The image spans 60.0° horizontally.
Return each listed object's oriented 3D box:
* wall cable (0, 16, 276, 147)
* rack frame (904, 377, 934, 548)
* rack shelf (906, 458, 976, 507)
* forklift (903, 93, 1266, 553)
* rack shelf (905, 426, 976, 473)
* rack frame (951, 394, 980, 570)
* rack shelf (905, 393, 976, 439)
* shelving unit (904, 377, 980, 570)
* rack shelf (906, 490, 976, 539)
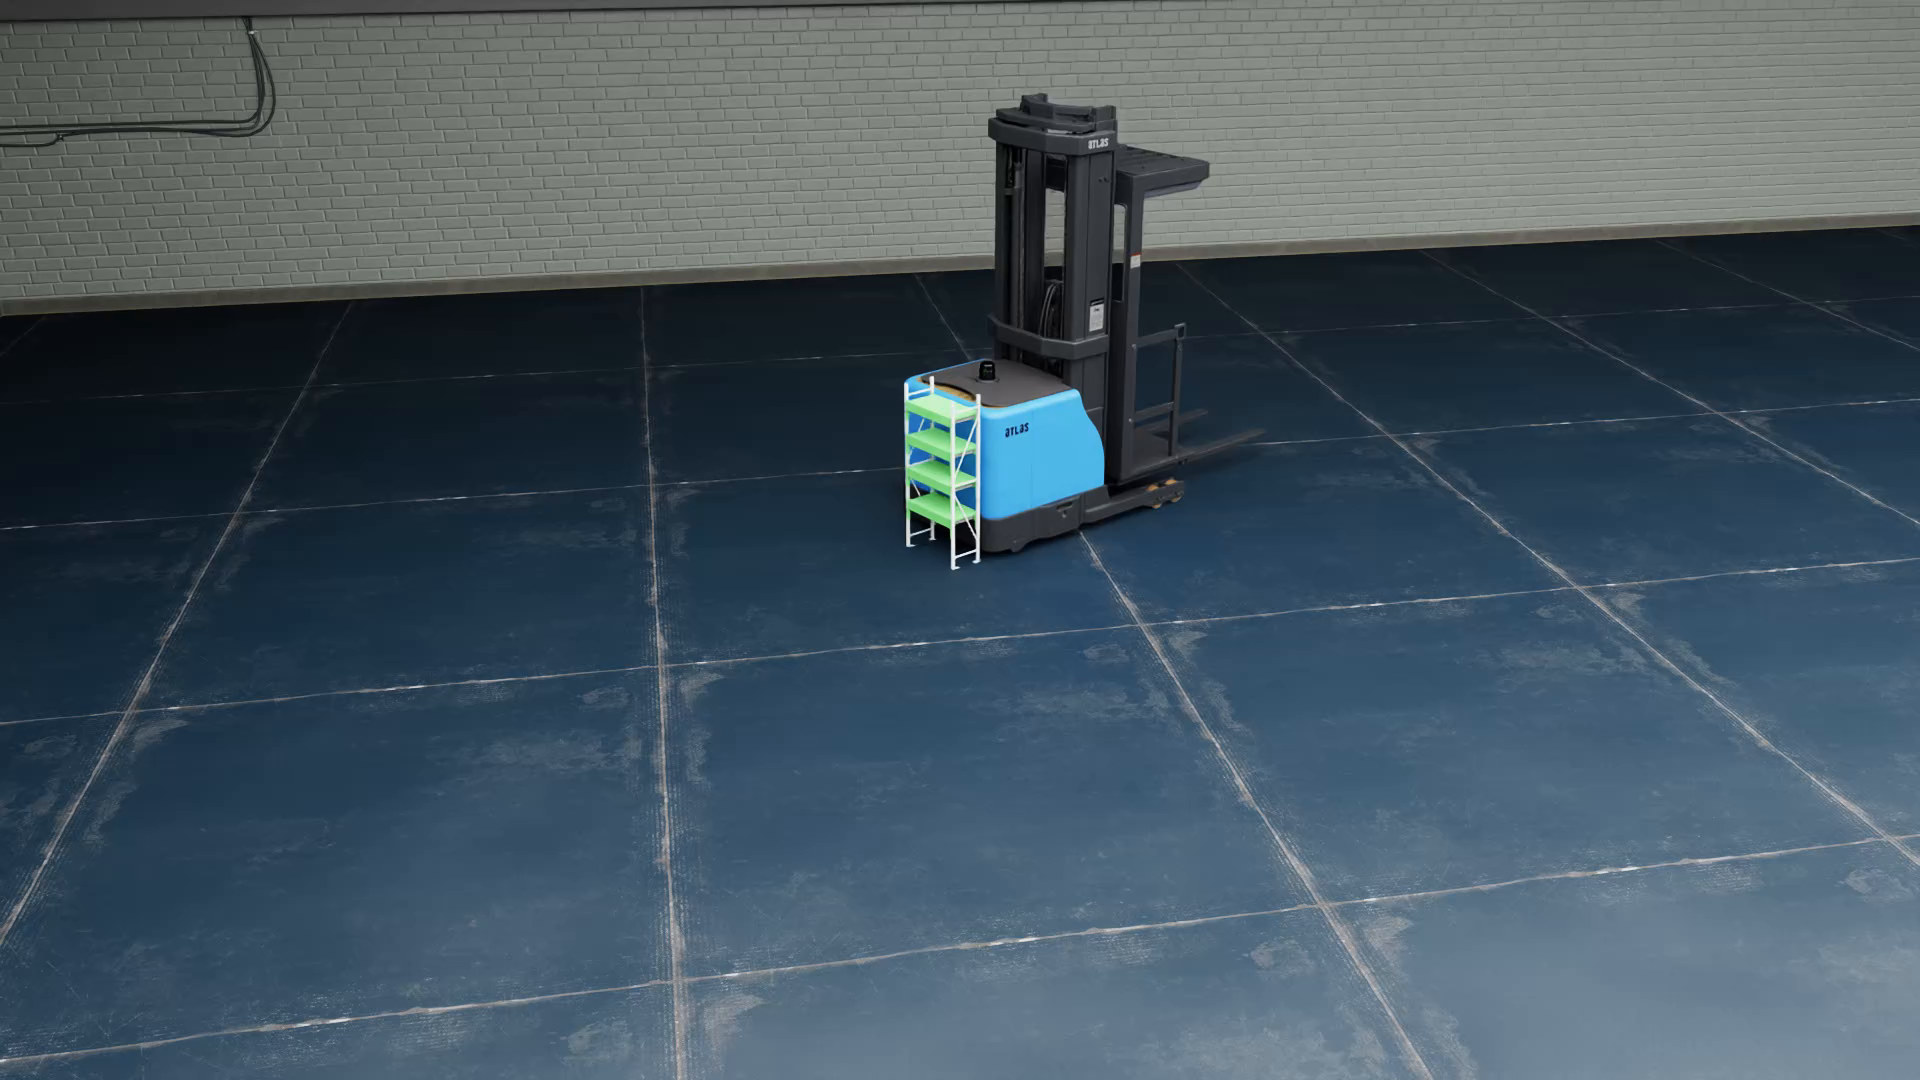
[{"bbox_3d":[-8.369,-5.090,16.040,3.097,2.526,0.112,-4,24,-10],"label":"wall cable"},{"bbox_3d":[-0.277,-0.529,11.461,0.240,1.200,0.015,-18,30,-36],"label":"rack frame"},{"bbox_3d":[-0.120,-0.395,11.315,0.258,0.148,0.480,-18,30,-36],"label":"rack shelf"},{"bbox_3d":[1.050,-1.723,12.032,3.031,2.935,1.130,-18,30,-36],"label":"forklift"},{"bbox_3d":[-0.120,-0.615,11.219,0.258,0.148,0.480,-18,30,-36],"label":"rack shelf"},{"bbox_3d":[0.037,-0.379,11.119,0.240,1.200,0.015,-18,30,-36],"label":"rack frame"},{"bbox_3d":[-0.120,-0.835,11.124,0.258,0.148,0.480,-18,30,-36],"label":"rack shelf"},{"bbox_3d":[-0.120,-0.454,11.290,0.258,1.200,0.503,-18,30,-36],"label":"shelving unit"},{"bbox_3d":[-0.121,-0.175,11.411,0.258,0.148,0.480,-18,30,-36],"label":"rack shelf"}]
